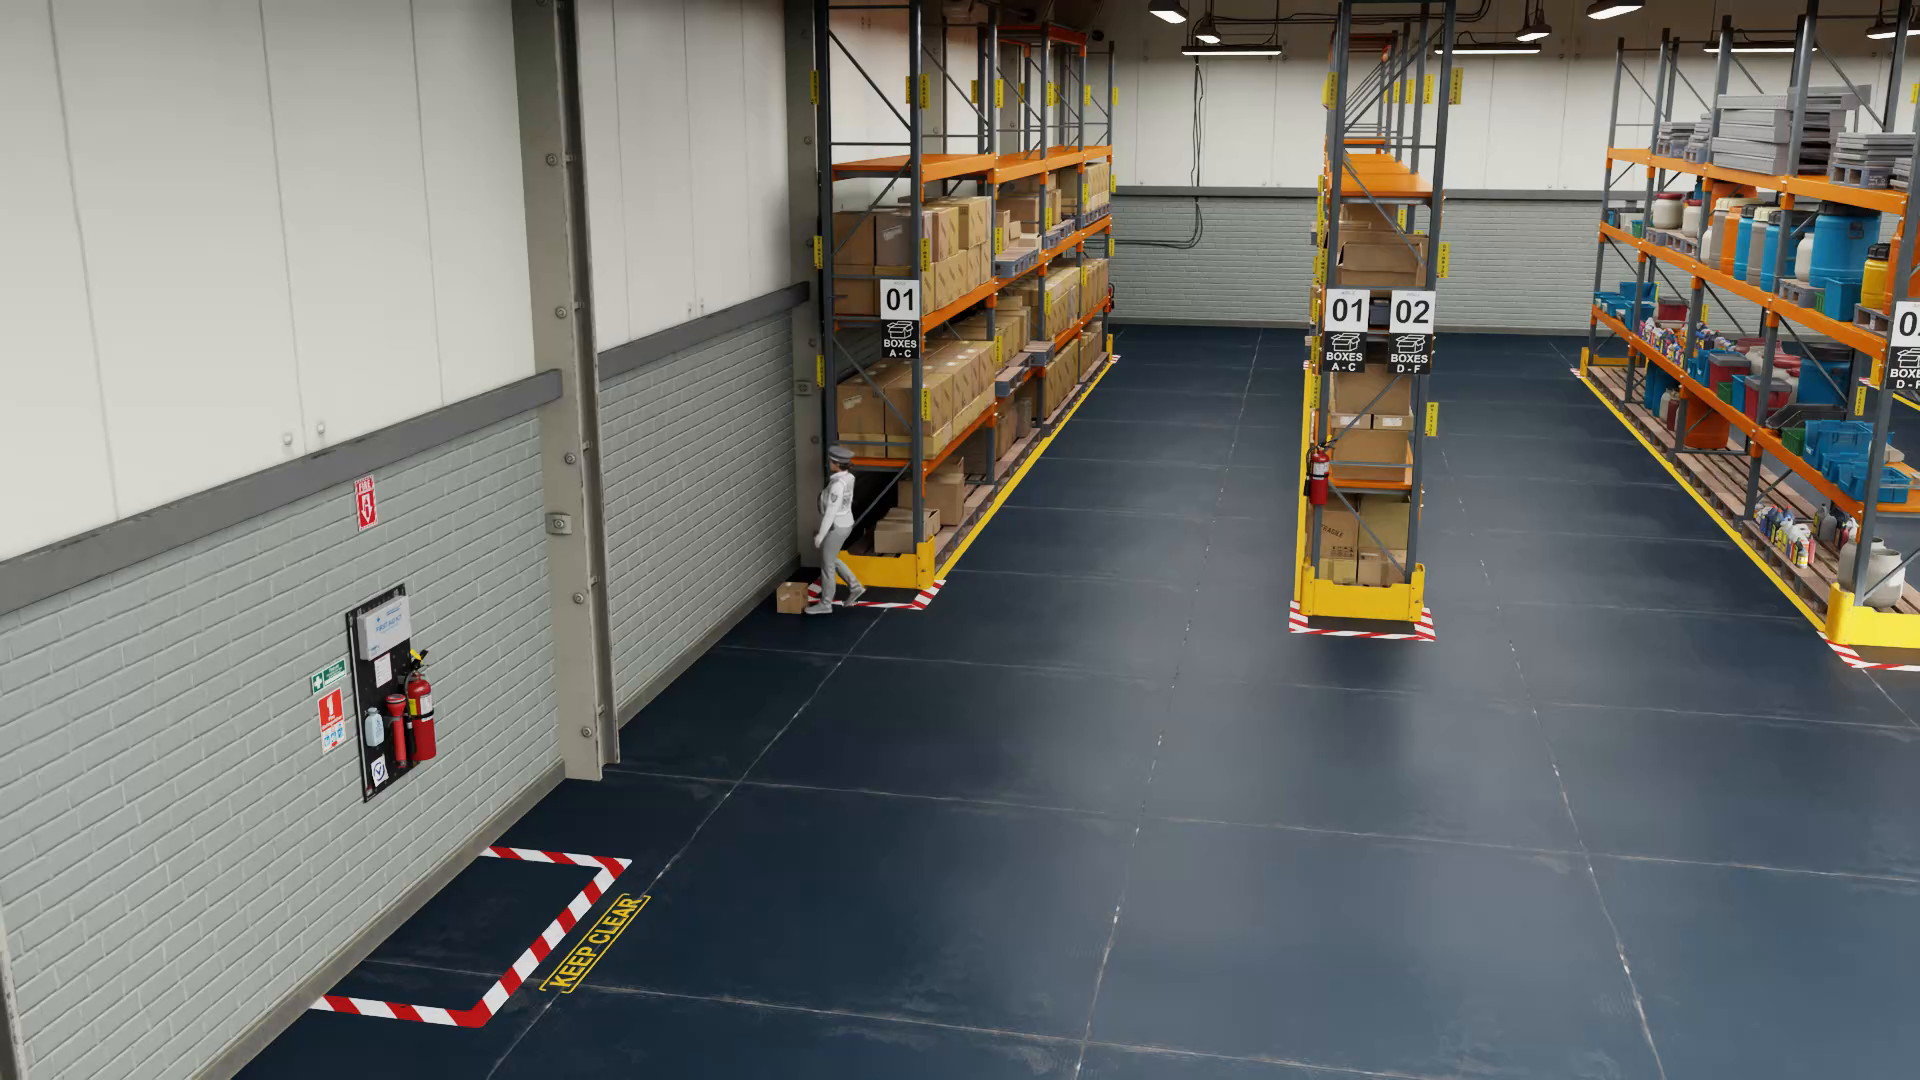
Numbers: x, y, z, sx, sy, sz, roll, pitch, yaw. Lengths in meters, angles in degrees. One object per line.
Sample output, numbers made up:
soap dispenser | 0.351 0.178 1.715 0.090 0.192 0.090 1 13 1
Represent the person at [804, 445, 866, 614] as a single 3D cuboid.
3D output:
person | -1.243 -0.106 16.318 0.577 1.673 0.501 3 15 11
